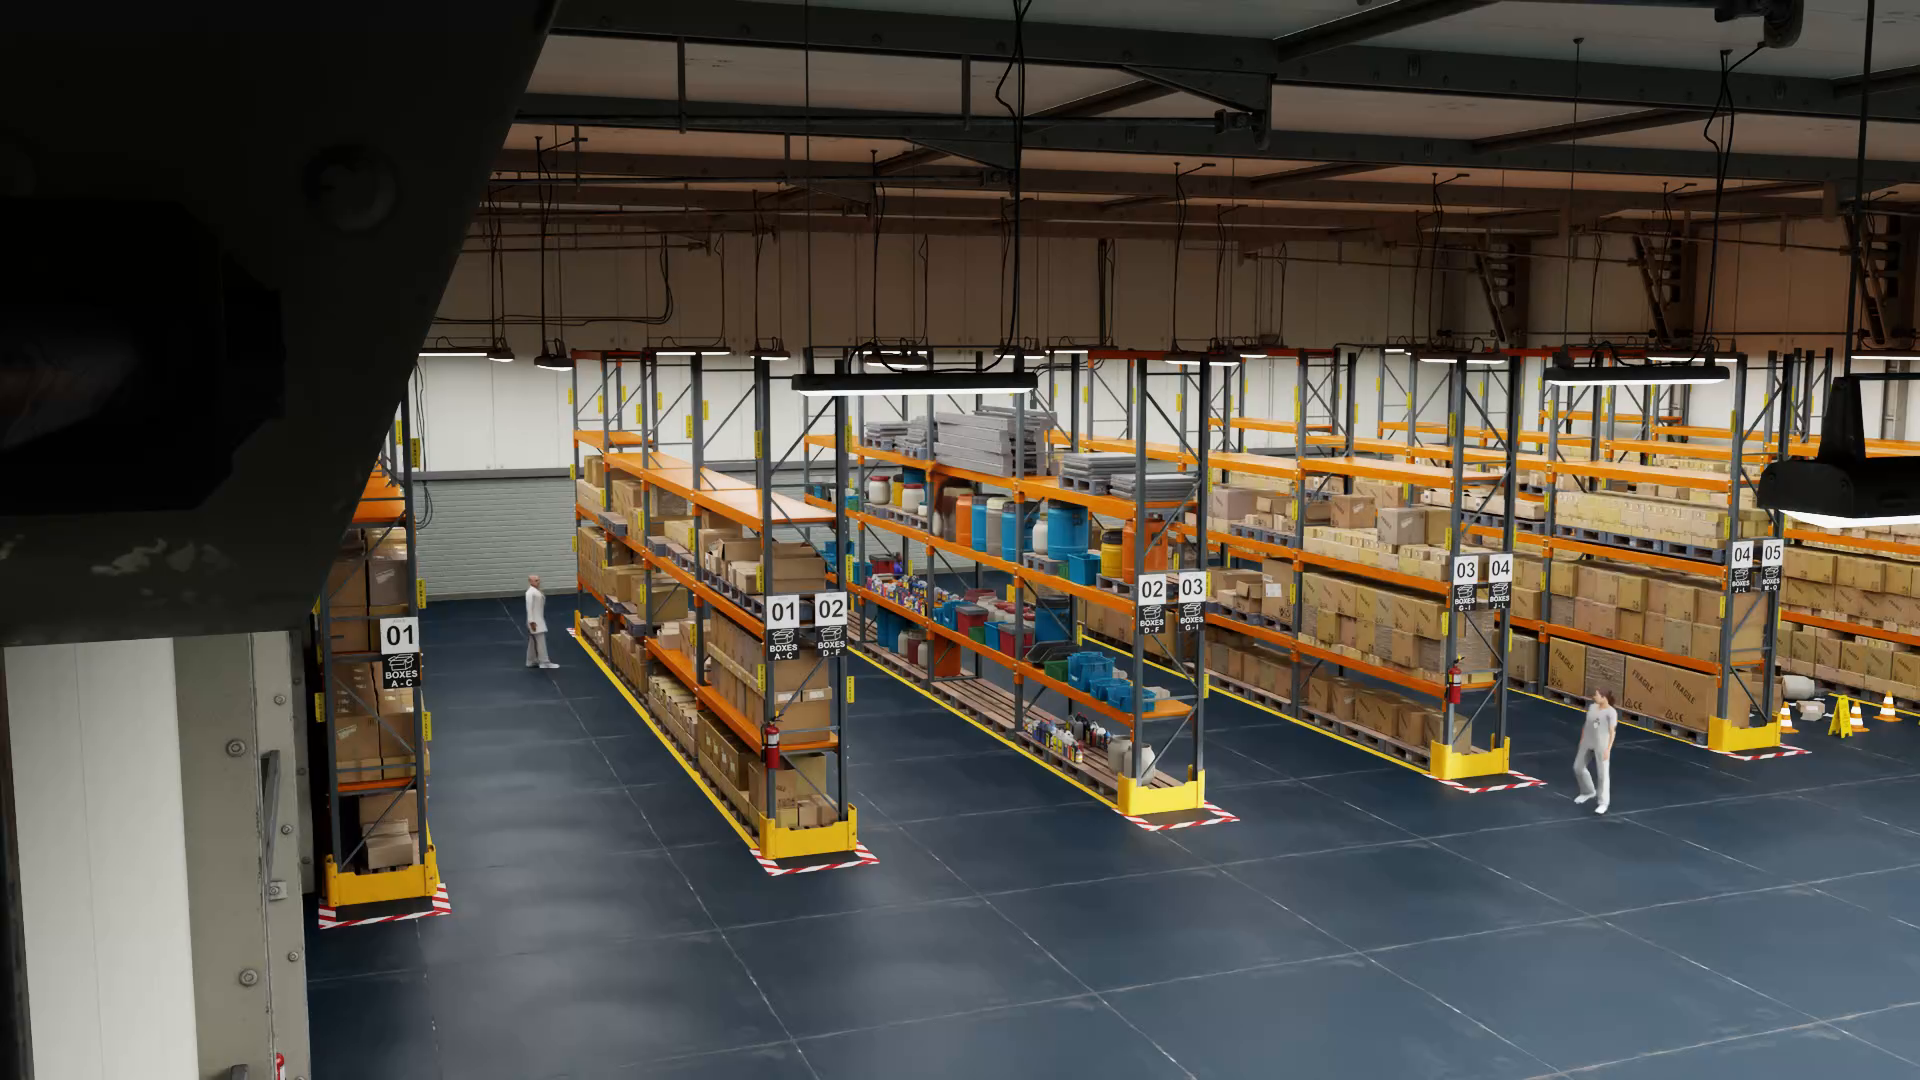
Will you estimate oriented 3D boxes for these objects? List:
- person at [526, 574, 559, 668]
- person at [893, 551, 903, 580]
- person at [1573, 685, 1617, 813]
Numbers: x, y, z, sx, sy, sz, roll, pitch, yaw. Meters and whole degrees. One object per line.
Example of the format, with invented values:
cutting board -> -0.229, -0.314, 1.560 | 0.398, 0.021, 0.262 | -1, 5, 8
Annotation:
person -> -7.941, 1.534, 31.545 | 0.624, 1.774, 0.579 | -1, 7, -11
person -> -1.292, 1.093, 35.850 | 0.326, 1.599, 0.520 | 3, 8, 24
person -> 8.451, 2.753, 22.141 | 0.466, 1.674, 0.563 | -6, 9, -40
